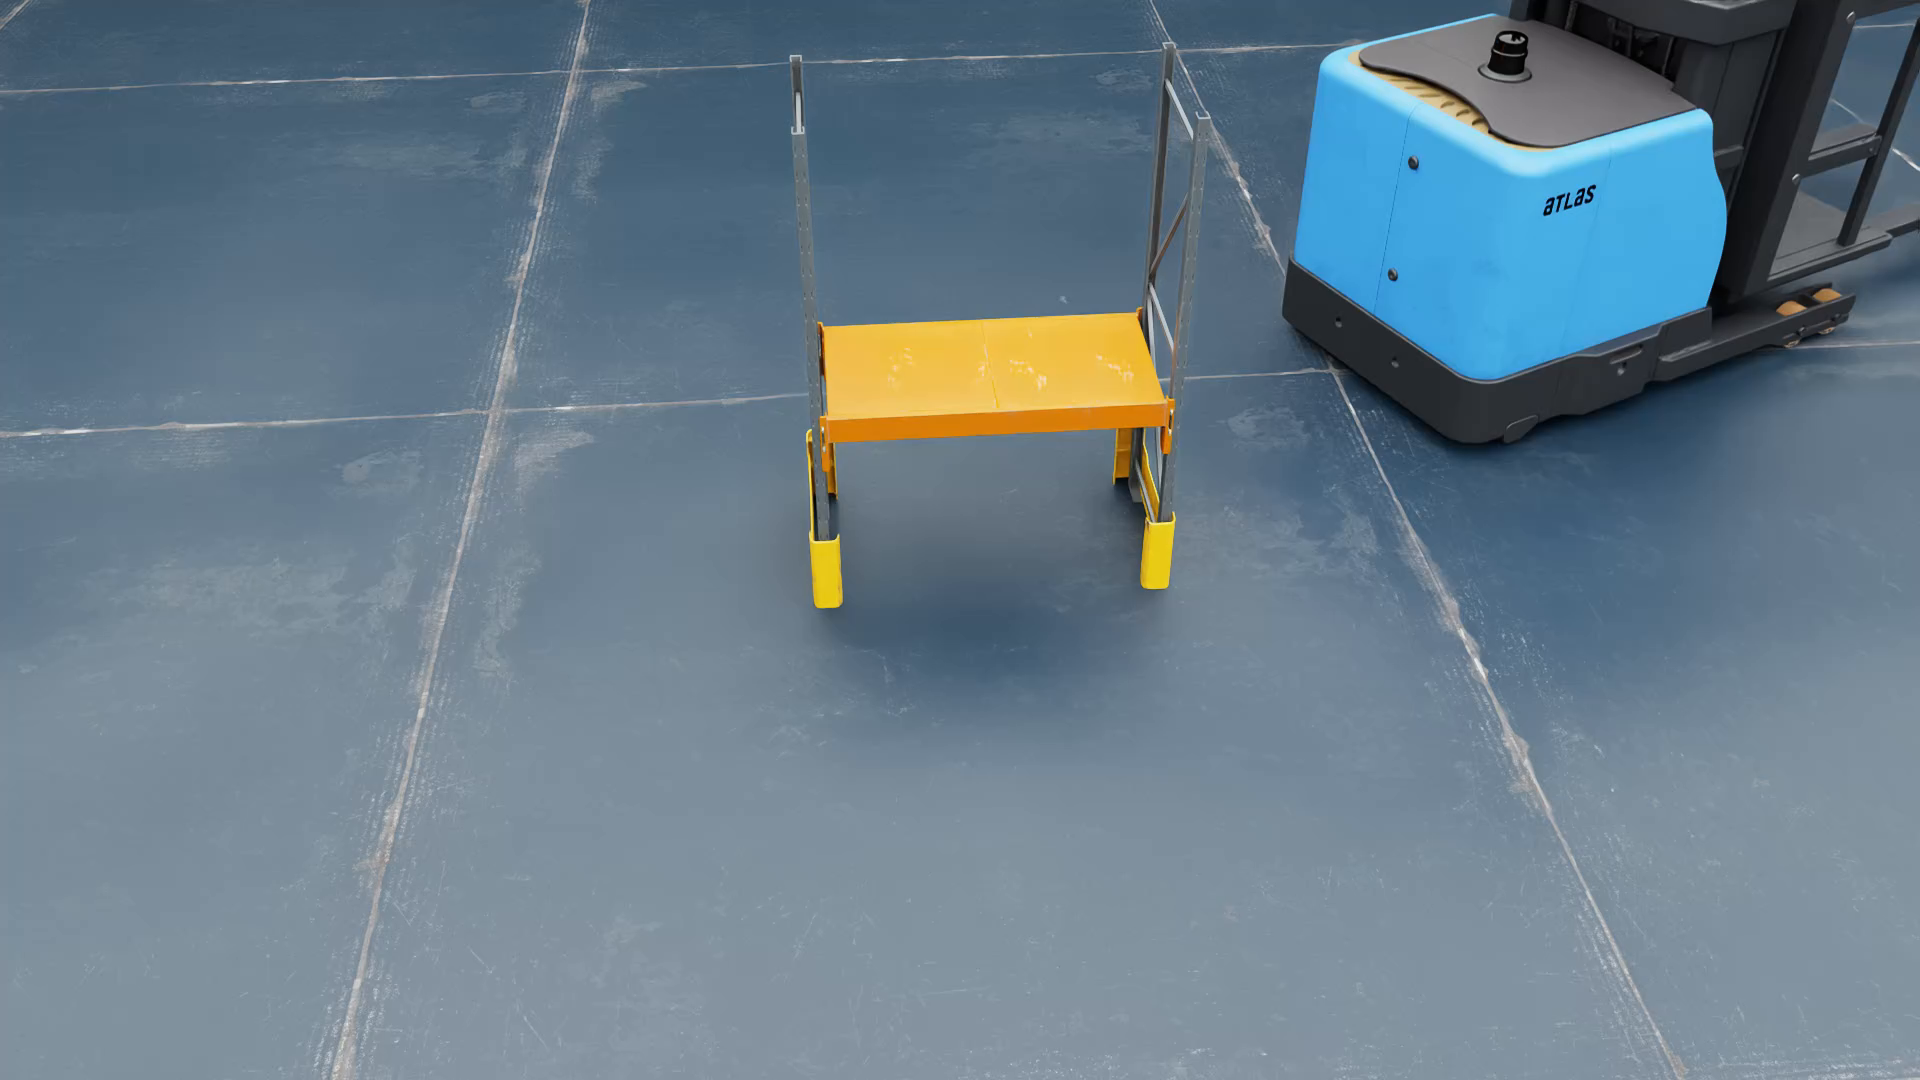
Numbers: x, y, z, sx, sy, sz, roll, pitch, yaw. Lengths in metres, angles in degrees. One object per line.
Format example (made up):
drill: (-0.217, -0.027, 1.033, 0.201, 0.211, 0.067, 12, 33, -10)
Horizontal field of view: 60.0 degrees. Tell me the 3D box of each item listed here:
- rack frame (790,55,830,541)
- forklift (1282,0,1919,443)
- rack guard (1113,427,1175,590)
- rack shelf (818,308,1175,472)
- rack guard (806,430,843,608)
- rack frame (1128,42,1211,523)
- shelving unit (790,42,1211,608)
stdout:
rack frame: (-0.421, -0.566, 4.756, 0.032, 1.500, 0.500, -3, 38, -4)
forklift: (2.740, -2.130, 5.583, 3.031, 2.935, 1.130, -19, 42, -22)
rack guard: (0.572, -0.130, 5.213, 0.087, 0.250, 0.587, -3, 38, -4)
rack shelf: (0.085, -0.452, 4.903, 1.000, 0.185, 0.538, -3, 38, -4)
rack guard: (-0.420, -0.075, 5.143, 0.087, 0.250, 0.587, -3, 38, -4)
rack frame: (0.591, -0.621, 4.827, 0.032, 1.500, 0.500, -3, 38, -4)
shelving unit: (0.076, -0.593, 4.791, 1.083, 1.500, 0.587, -3, 38, -4)
